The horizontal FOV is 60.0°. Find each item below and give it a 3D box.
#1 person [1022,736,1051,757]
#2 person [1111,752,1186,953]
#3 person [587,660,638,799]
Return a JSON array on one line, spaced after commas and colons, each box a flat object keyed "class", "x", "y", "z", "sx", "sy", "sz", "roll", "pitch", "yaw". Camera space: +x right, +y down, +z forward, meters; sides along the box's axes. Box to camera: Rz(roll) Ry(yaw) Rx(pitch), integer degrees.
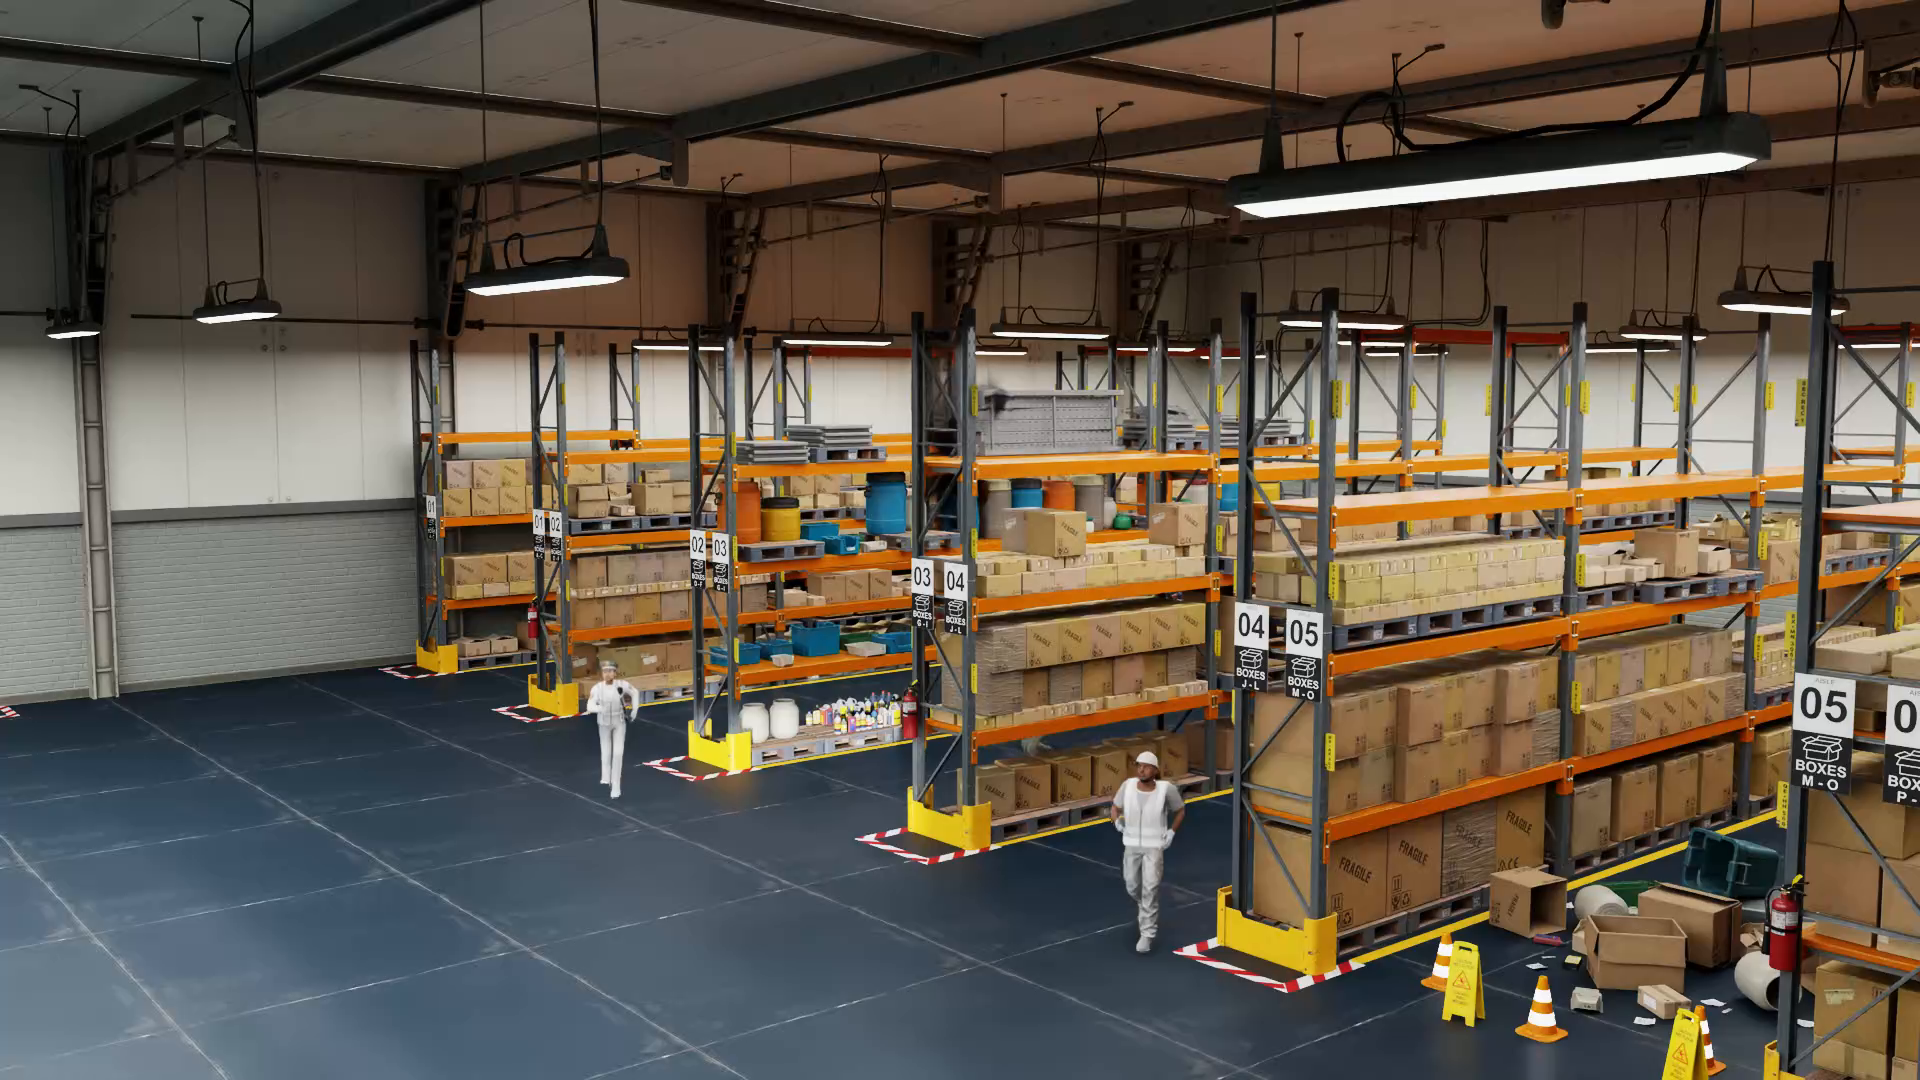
[{"class": "person", "x": 1.055, "y": 2.335, "z": 21.841, "sx": 0.603, "sy": 1.648, "sz": 0.593, "roll": 5, "pitch": 7, "yaw": 44}, {"class": "person", "x": 1.720, "y": 2.854, "z": 15.498, "sx": 0.689, "sy": 1.787, "sz": 0.808, "roll": 2, "pitch": 6, "yaw": 23}, {"class": "person", "x": -4.411, "y": 2.372, "z": 21.163, "sx": 0.623, "sy": 1.738, "sz": 0.877, "roll": -1, "pitch": 5, "yaw": -6}]
